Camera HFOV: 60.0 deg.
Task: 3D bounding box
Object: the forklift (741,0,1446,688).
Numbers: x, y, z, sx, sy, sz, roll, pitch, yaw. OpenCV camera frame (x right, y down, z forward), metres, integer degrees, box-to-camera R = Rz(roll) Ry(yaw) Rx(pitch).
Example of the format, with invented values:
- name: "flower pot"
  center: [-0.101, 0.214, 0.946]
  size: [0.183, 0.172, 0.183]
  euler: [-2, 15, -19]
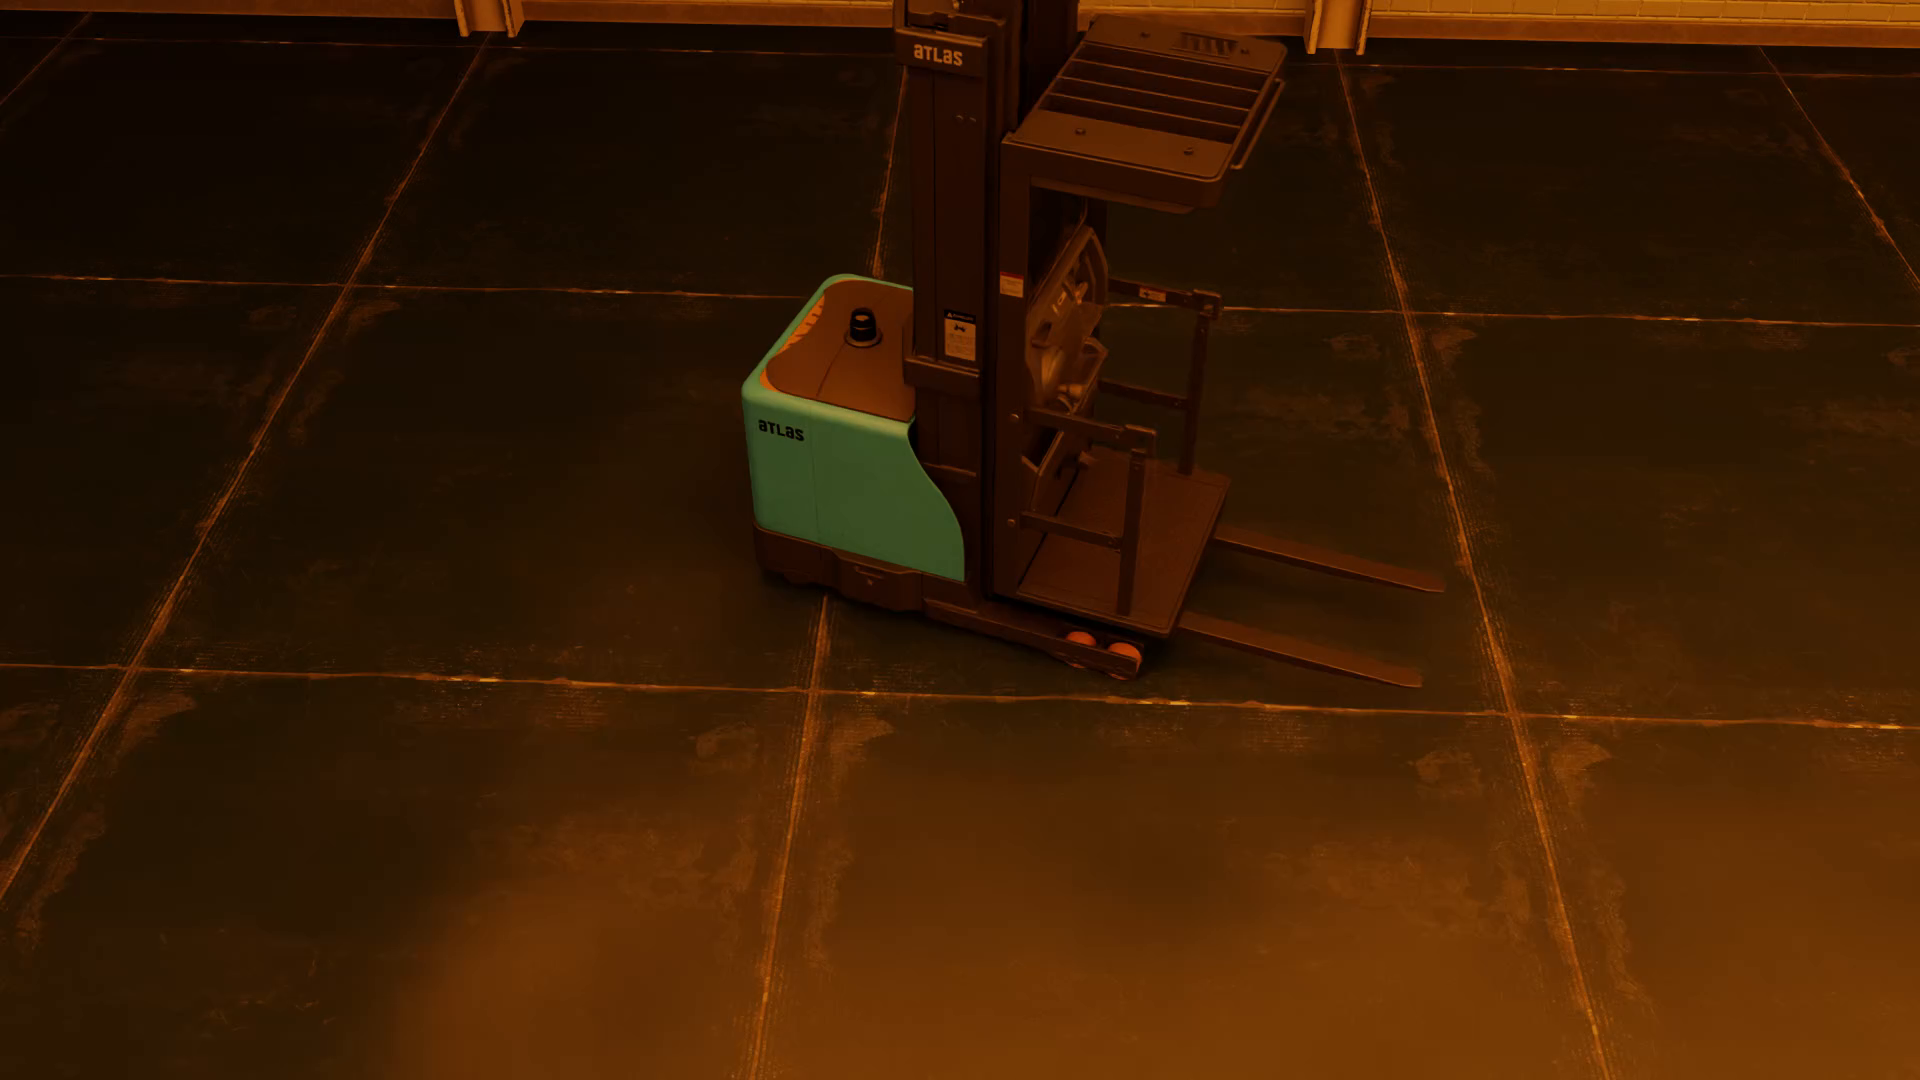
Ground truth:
- name: "forklift"
  center: [0.623, -0.881, 6.707]
  size: [3.031, 2.935, 1.130]
  euler: [15, 44, 15]
